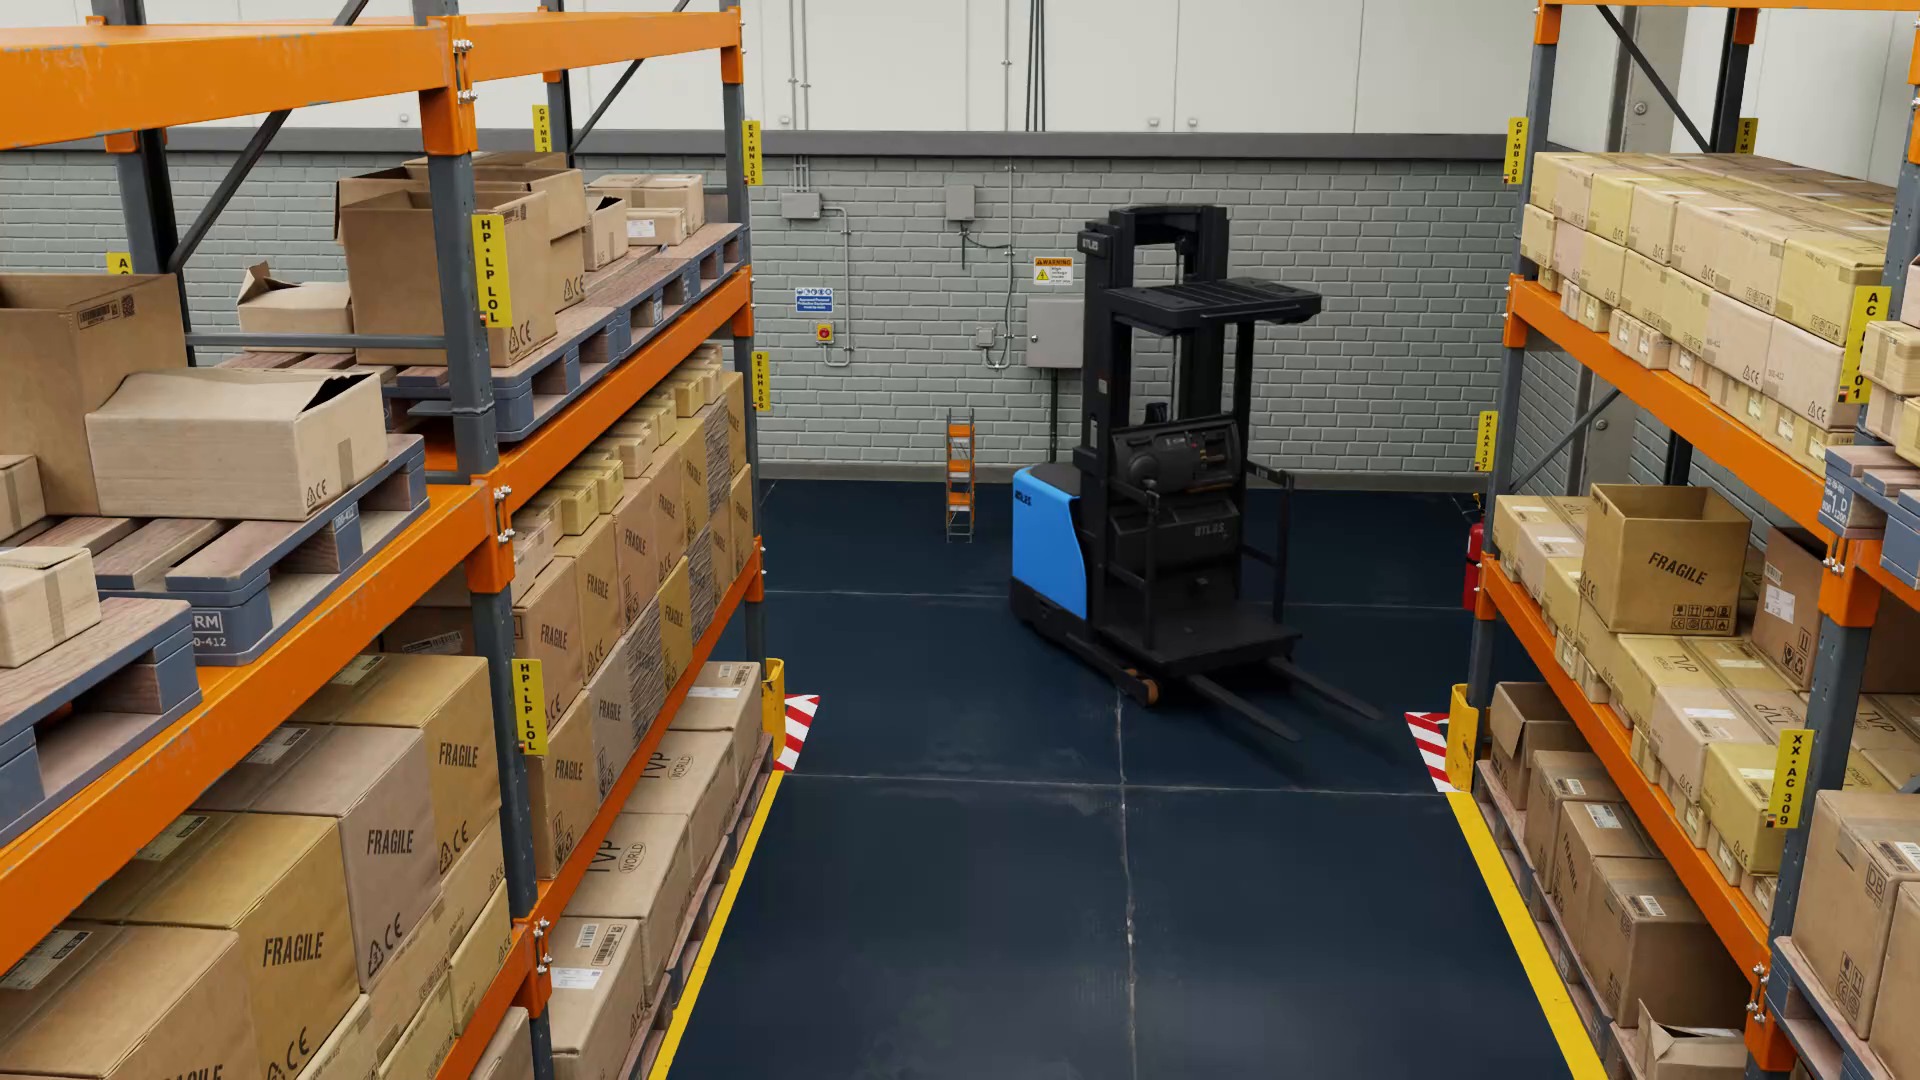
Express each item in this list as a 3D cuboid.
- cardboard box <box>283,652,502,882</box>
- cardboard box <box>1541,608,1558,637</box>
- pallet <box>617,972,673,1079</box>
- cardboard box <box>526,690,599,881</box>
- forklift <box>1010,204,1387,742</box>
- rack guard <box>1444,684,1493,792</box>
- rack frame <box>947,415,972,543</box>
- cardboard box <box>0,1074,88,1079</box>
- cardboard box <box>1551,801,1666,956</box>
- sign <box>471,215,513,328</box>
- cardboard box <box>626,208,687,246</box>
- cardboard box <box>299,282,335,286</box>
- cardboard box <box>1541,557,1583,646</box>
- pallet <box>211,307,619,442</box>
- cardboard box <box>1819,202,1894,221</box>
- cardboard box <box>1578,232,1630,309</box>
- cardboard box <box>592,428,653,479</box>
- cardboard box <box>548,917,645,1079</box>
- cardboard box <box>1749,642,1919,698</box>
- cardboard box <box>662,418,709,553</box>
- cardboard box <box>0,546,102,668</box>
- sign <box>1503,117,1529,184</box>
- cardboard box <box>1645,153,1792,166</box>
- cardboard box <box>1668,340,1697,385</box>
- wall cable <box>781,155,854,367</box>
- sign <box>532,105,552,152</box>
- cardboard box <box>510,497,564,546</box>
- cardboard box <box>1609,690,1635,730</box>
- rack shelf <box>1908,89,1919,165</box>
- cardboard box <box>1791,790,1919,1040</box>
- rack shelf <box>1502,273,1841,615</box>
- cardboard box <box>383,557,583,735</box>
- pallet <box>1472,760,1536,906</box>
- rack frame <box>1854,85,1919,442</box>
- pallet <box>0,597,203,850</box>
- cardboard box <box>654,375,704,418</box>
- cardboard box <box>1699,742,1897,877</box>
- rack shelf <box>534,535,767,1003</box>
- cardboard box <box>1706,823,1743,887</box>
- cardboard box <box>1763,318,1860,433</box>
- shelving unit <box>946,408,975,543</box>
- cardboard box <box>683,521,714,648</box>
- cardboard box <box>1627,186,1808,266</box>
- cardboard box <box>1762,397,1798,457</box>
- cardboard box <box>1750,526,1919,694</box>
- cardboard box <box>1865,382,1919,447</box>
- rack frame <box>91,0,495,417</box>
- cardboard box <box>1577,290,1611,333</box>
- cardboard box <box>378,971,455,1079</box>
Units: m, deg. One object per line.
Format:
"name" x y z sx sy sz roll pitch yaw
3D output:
"cardboard box" -1.686 0.654 4.842 0.500 0.500 0.500 2 18 6
"cardboard box" 3.001 0.355 7.926 0.380 0.149 0.250 2 18 6
"pallet" -1.772 2.123 6.603 1.003 0.211 1.213 1 18 4
"cardboard box" -1.610 0.845 5.865 0.500 0.500 0.500 2 18 6
"forklift" 1.471 -0.524 10.314 1.130 2.935 3.031 -9 20 -26
"rack guard" 3.328 1.112 9.228 1.175 0.500 0.348 1 18 4
"rack frame" -0.005 -0.478 13.195 0.200 1.050 0.008 1 18 4
"cardboard box" -1.833 1.290 2.902 0.500 0.500 0.500 2 18 5
"cardboard box" 2.957 1.503 7.359 0.500 0.500 0.500 2 18 5
"sign" -1.362 -0.779 4.830 0.100 0.325 0.005 1 18 4
"cardboard box" -1.510 -1.489 7.901 0.380 0.149 0.250 0 18 0
"cardboard box" -2.159 -0.808 5.823 0.380 0.149 0.250 2 18 5
"cardboard box" 2.963 0.279 7.517 0.500 0.250 0.500 1 18 3
"pallet" -1.835 -0.604 5.775 1.003 0.211 1.213 1 18 4
"cardboard box" 3.424 -1.057 5.975 0.500 0.250 0.500 1 18 3
"cardboard box" 2.964 -1.147 7.051 0.500 0.250 0.500 1 18 2
"cardboard box" -1.495 -0.363 6.905 0.380 0.149 0.250 1 18 4
"cardboard box" -1.752 1.858 6.375 0.875 0.438 0.875 1 18 3
"cardboard box" 3.420 0.608 6.512 0.500 0.250 0.500 2 18 5
"cardboard box" -1.462 -0.261 7.635 0.500 0.500 0.500 1 18 4
"cardboard box" -1.890 0.109 3.155 0.380 0.166 0.250 3 18 9
"sign" 2.792 -1.953 8.344 0.100 0.325 0.005 1 18 4
"cardboard box" 3.580 -1.689 7.902 0.500 0.250 0.500 1 18 2
"cardboard box" 2.909 -0.678 6.261 0.380 0.149 0.250 1 18 4
"wall cable" -1.237 -2.459 14.428 0.585 1.953 0.123 1 18 4
"sign" -2.171 -2.102 8.673 0.100 0.325 0.005 1 18 4
"cardboard box" -1.644 -0.051 5.952 0.380 0.149 0.250 1 18 3
"cardboard box" 2.946 0.678 6.939 0.380 0.149 0.250 1 18 4
"rack shelf" 2.903 -0.555 2.464 1.077 0.370 4.000 1 18 4
"cardboard box" 2.789 1.041 4.595 0.700 0.500 0.500 2 18 5
"rack shelf" 3.190 -0.562 6.660 1.077 0.370 4.000 1 18 4
"cardboard box" -1.629 0.368 5.717 0.500 0.500 0.500 1 18 4
"pallet" 3.272 1.497 8.517 1.003 0.211 1.213 1 18 4
"rack frame" 3.047 -1.708 4.185 1.000 3.000 0.127 1 18 4
"pallet" -2.121 0.391 2.899 1.003 0.211 1.213 2 18 6
"cardboard box" -1.432 -0.686 7.891 0.380 0.149 0.250 2 18 5
"cardboard box" 2.840 0.909 5.596 0.500 0.250 0.500 2 18 5
"rack shelf" -1.761 0.753 7.462 1.077 0.370 4.000 1 18 4
"cardboard box" 2.815 1.076 5.726 0.380 0.149 0.250 2 18 5
"cardboard box" 2.832 -0.509 5.104 0.500 0.250 0.500 1 18 4
"shelving unit" 0.004 -0.516 13.310 0.215 1.050 0.252 1 18 4
"cardboard box" -1.466 0.214 7.792 0.500 0.500 0.500 2 18 6
"cardboard box" 2.947 -1.228 6.497 0.500 0.250 0.500 2 18 5
"cardboard box" 2.799 -0.358 5.284 0.380 0.149 0.250 1 18 4
"cardboard box" 3.419 0.259 6.373 0.500 0.500 0.500 1 18 2
"cardboard box" 2.629 -0.327 4.354 0.380 0.149 0.250 2 18 5
"rack frame" -1.904 -1.818 4.520 1.000 3.000 0.127 1 18 4
"cardboard box" 2.919 -0.994 7.226 0.380 0.149 0.250 1 18 4
"cardboard box" -1.723 1.407 4.552 0.500 0.250 0.500 1 18 3
